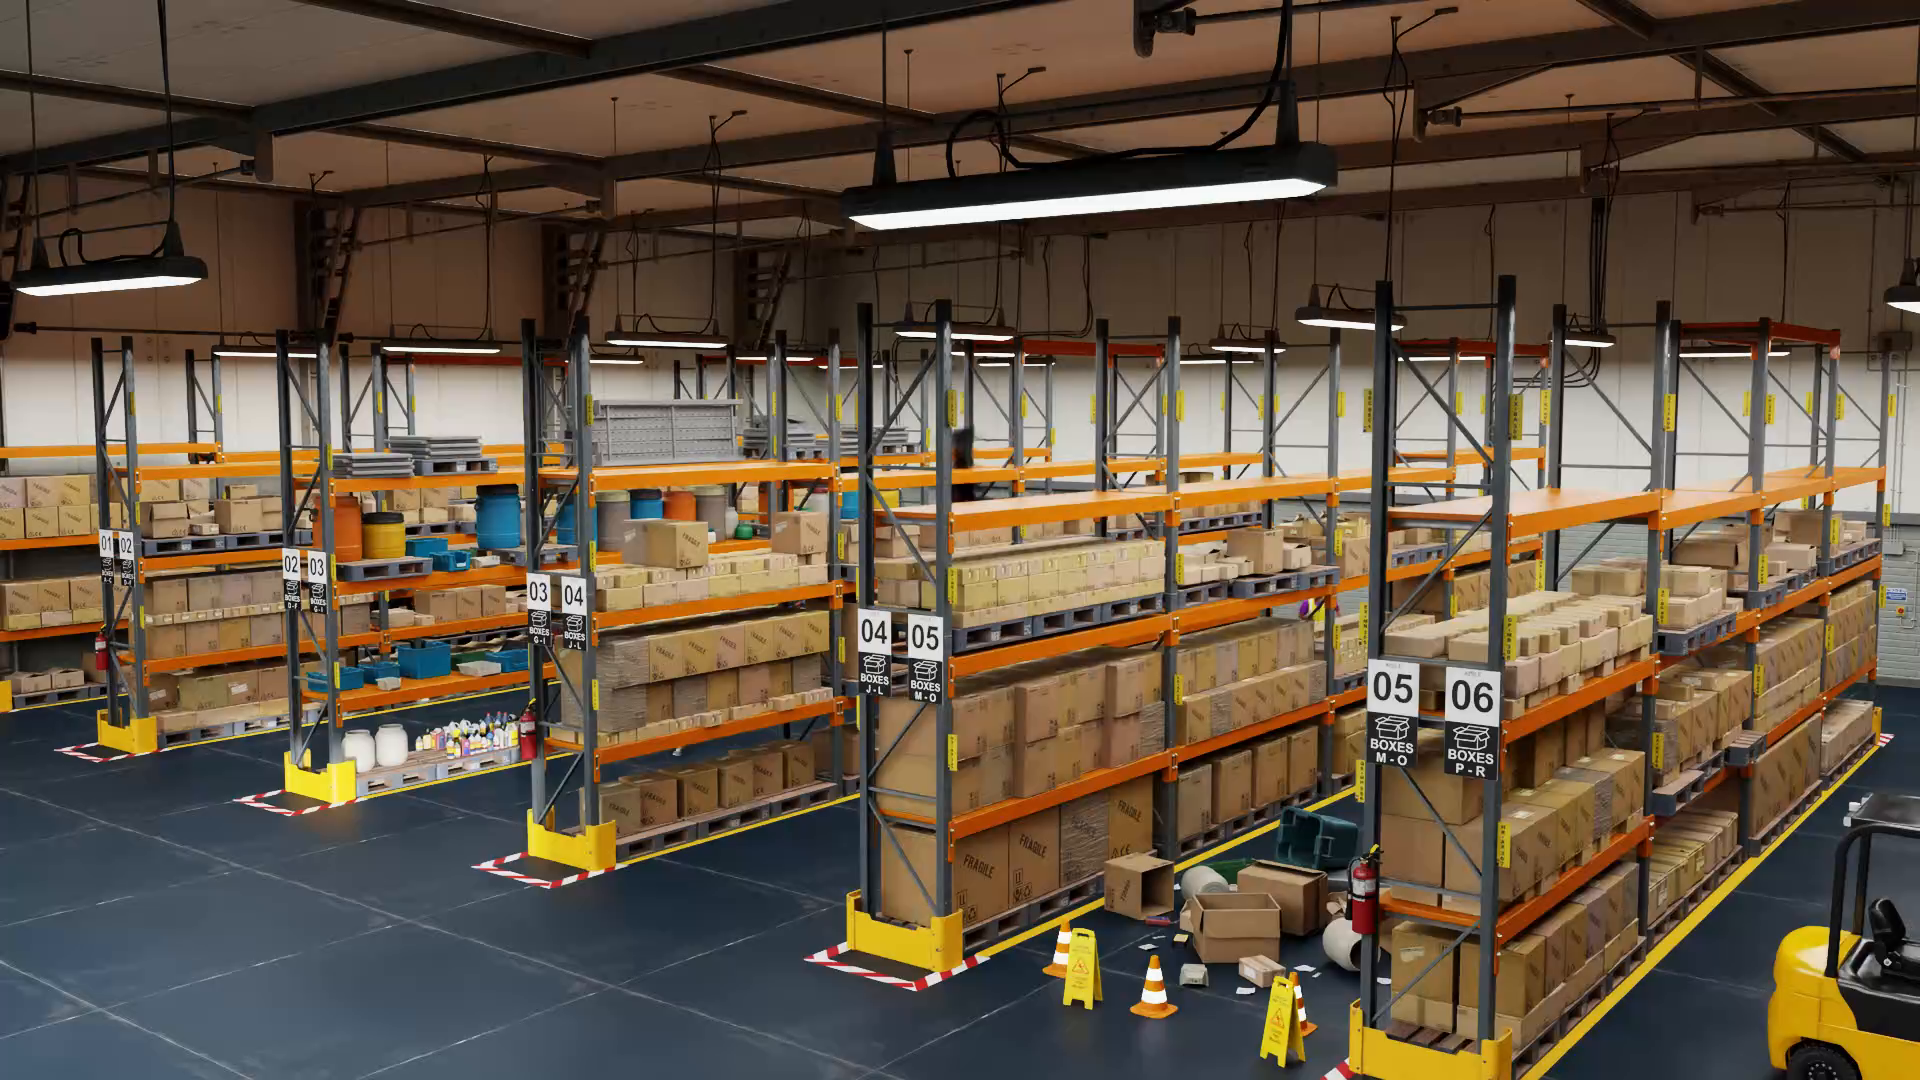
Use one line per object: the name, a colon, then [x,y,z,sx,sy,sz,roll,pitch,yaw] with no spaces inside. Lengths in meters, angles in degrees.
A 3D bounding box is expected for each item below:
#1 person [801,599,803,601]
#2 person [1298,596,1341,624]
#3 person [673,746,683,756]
person: [-3.019,1.379,33.280,0.636,1.800,0.812,3,6,33]
person: [6.467,1.662,29.965,0.752,1.780,0.965,2,5,22]
person: [-4.076,2.318,24.003,0.536,1.547,0.689,0,5,5]
